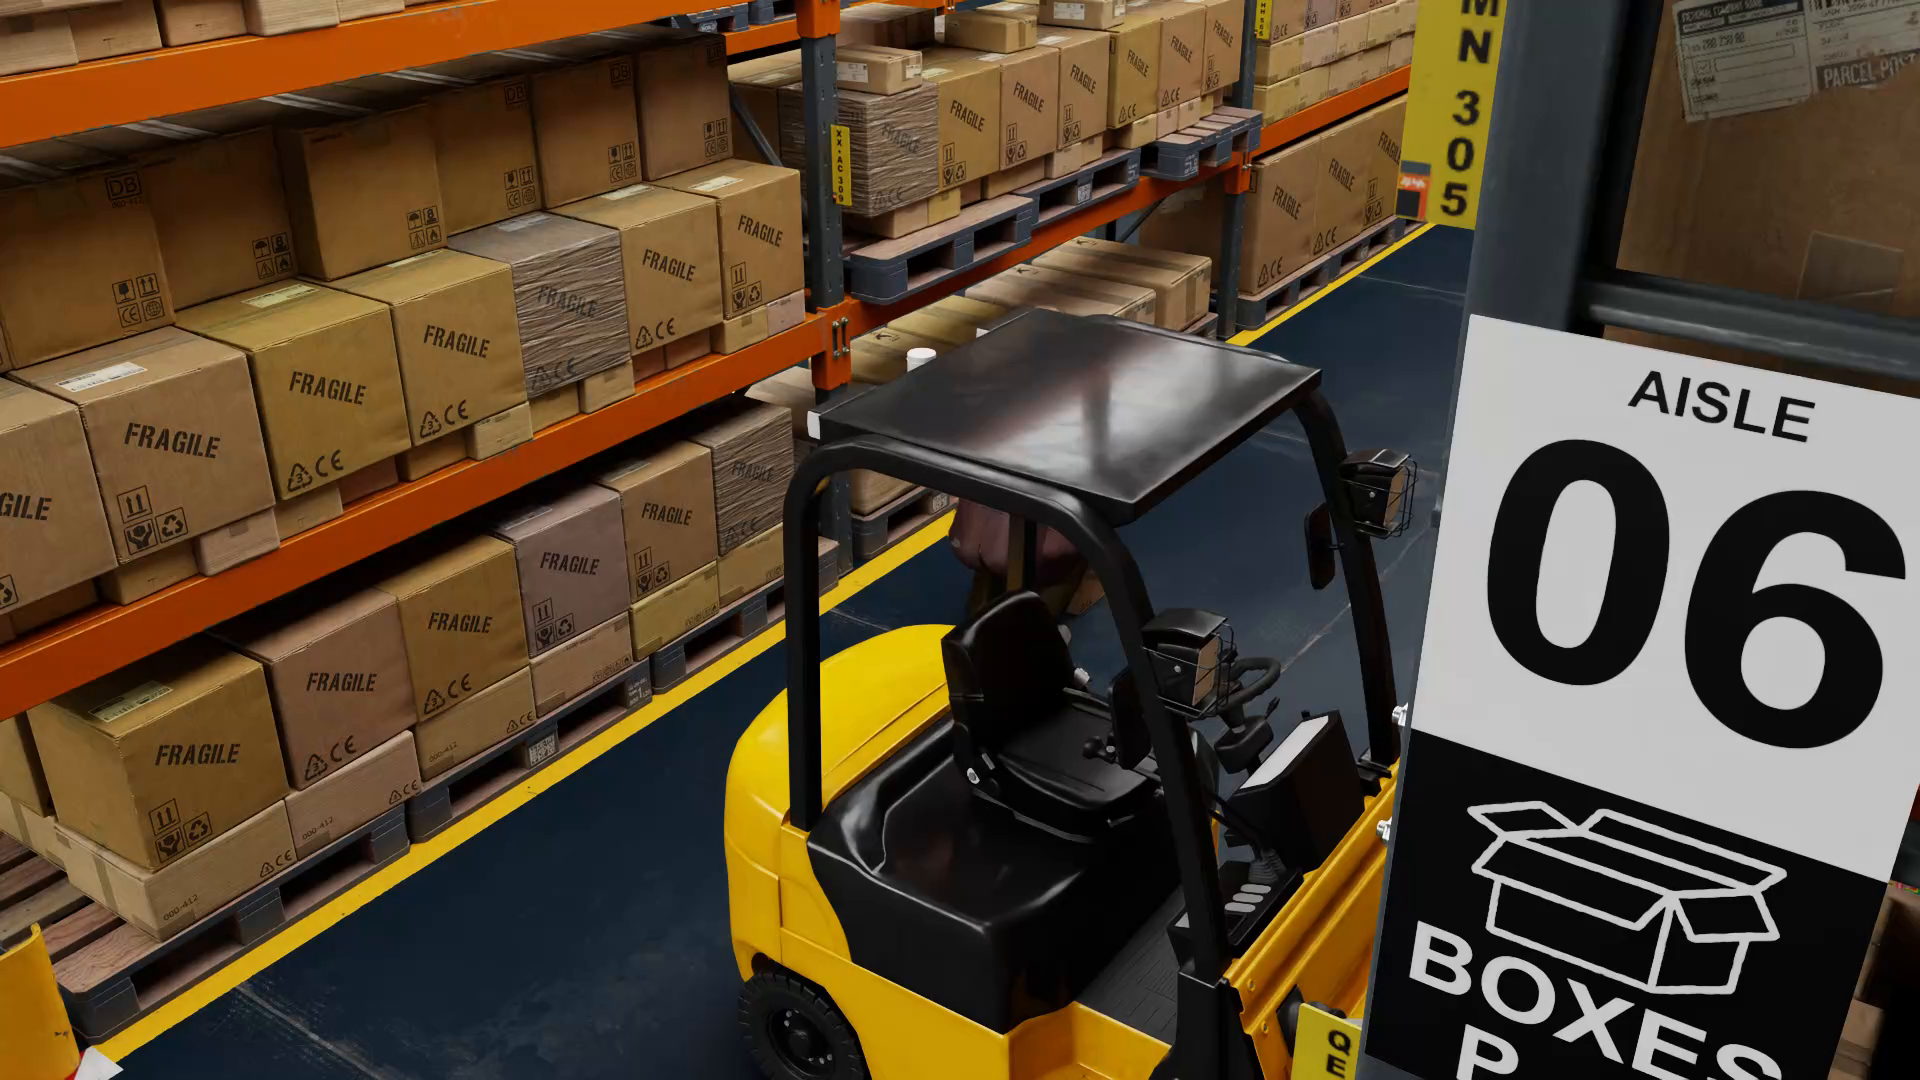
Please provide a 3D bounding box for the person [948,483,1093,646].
[{"bbox_3d":[0.267,-0.070,7.040,0.617,1.092,0.865,15,30,28],"label":"person"}]
